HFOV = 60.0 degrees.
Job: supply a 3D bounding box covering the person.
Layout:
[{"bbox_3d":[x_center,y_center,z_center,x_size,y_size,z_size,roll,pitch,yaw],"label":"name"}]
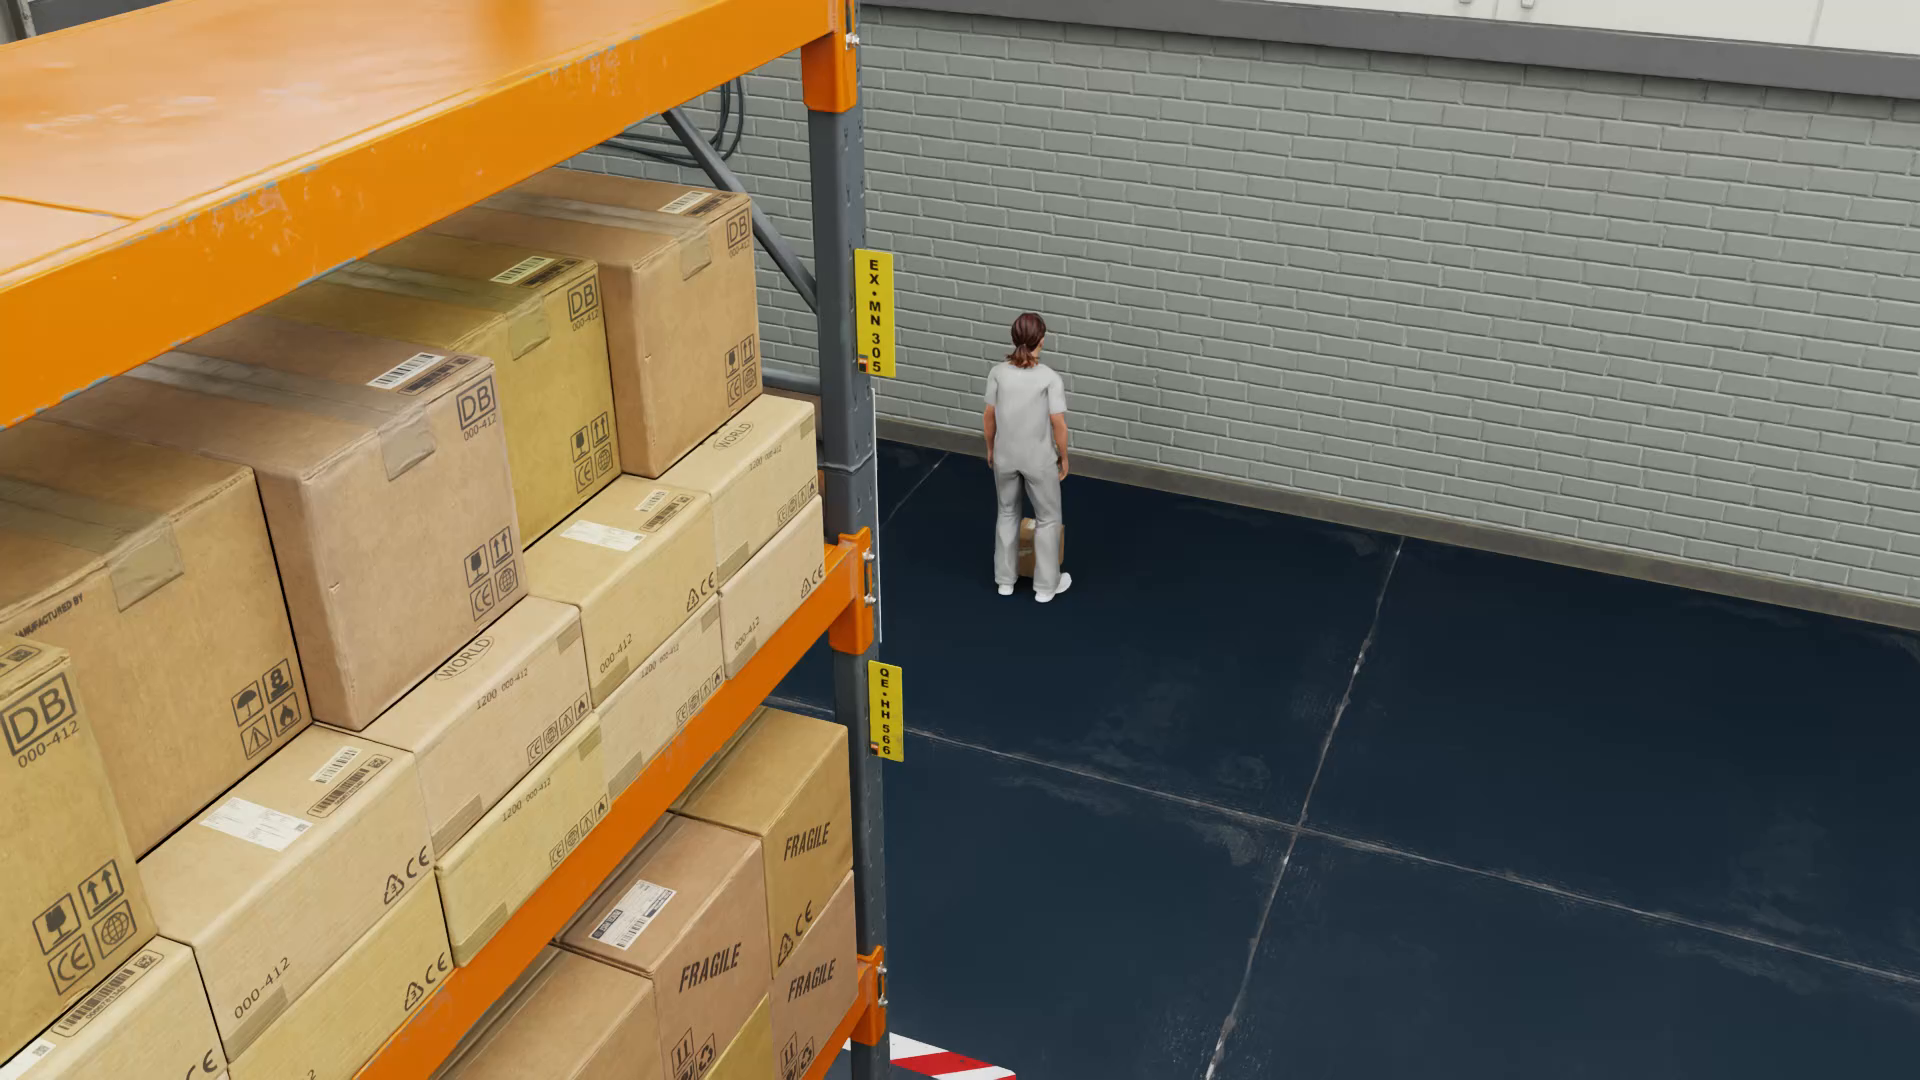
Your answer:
[{"bbox_3d":[0.369,-0.447,9.176,0.491,1.672,0.361,10,31,17],"label":"person"}]
